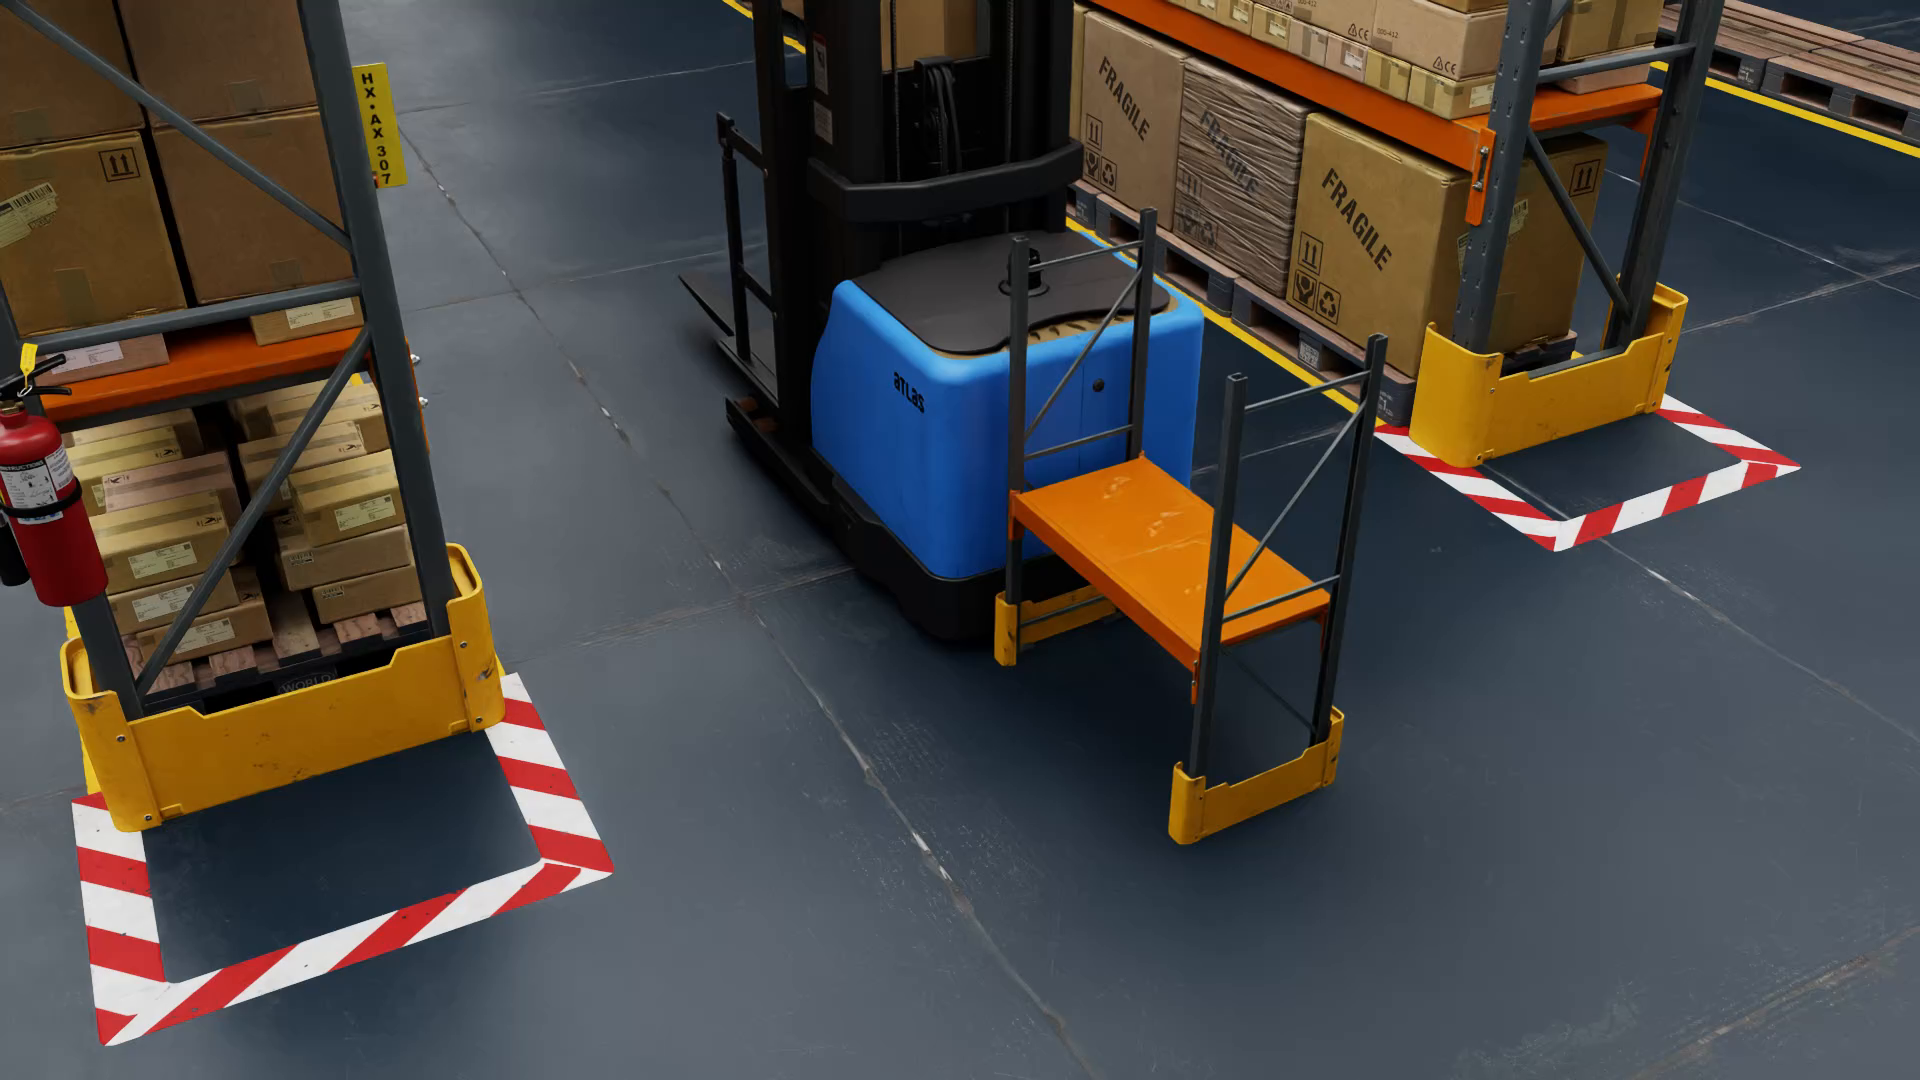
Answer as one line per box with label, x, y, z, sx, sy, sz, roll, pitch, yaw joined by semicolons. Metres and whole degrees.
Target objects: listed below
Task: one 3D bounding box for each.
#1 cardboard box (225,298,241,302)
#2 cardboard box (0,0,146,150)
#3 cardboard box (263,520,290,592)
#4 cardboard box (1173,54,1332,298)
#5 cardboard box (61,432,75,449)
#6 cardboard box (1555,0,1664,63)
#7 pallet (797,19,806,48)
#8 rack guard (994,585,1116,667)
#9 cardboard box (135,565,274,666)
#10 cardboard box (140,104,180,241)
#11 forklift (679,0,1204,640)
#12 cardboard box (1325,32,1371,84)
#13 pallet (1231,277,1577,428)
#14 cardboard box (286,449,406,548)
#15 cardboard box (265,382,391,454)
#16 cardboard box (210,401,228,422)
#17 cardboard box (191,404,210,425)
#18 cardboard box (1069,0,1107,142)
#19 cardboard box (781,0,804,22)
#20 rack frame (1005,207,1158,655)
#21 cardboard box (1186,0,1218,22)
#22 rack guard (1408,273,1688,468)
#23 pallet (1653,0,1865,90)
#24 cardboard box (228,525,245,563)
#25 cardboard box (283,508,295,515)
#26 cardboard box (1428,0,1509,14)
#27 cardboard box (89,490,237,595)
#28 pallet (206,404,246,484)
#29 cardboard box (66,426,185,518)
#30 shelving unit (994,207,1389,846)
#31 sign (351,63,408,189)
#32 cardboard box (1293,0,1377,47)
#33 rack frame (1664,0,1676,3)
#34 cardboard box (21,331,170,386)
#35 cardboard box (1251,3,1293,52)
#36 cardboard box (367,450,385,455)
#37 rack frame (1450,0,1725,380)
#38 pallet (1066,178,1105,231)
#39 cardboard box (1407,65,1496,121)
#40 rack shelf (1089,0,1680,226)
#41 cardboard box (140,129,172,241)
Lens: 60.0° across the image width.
cardboard box;-2.022;-0.822;4.986;0.380;0.149;0.250;-15;35;-21
cardboard box;-2.439;-1.324;4.241;0.500;0.500;0.500;-17;36;-24
cardboard box;-2.161;0.009;5.709;0.380;0.149;0.250;-16;36;-23
cardboard box;1.636;-1.781;7.830;0.875;0.875;0.875;-16;36;-23
cardboard box;-3.015;-0.476;5.914;0.380;0.149;0.250;-15;35;-21
cardboard box;2.444;-2.138;6.671;0.500;0.250;0.500;-17;36;-24
pallet;-0.435;-3.446;11.434;1.003;0.211;1.213;-16;36;-23
rack guard;0.384;0.228;5.662;0.587;0.250;0.087;-17;36;-25
cardboard box;-2.435;0.245;5.341;0.380;0.149;0.250;-15;36;-22
cardboard box;-2.243;-1.280;5.099;0.500;0.500;0.500;-16;36;-23
forklift;-0.313;-1.670;6.140;1.130;2.935;3.031;-16;36;-23
cardboard box;1.733;-2.005;6.832;0.380;0.149;0.250;-16;36;-23
pallet;1.987;-0.967;7.564;1.003;0.211;1.213;-16;36;-23
cardboard box;-1.949;-0.142;5.394;0.380;0.149;0.250;-18;37;-25
cardboard box;-2.188;-0.396;5.790;0.380;0.149;0.250;-16;36;-23
cardboard box;-2.687;-0.607;6.395;0.380;0.149;0.250;-14;35;-21
cardboard box;-3.154;-0.496;6.497;0.380;0.149;0.250;-15;36;-22
cardboard box;0.801;-2.635;9.163;0.875;0.875;0.875;-16;36;-23
cardboard box;-0.588;-4.117;11.477;1.225;0.875;0.875;-16;36;-23
rack frame;0.374;-0.307;5.339;0.500;1.500;0.032;-17;36;-25
cardboard box;1.260;-2.490;7.589;0.380;0.149;0.250;-15;36;-22
rack guard;2.441;-0.715;6.903;1.175;0.500;0.348;-16;36;-23
pallet;5.323;-3.419;11.391;1.003;0.211;1.213;-16;36;-23
cardboard box;-2.578;0.000;5.447;0.380;0.149;0.250;-17;36;-24
cardboard box;-2.100;-0.141;5.668;0.380;0.149;0.250;-16;36;-23
cardboard box;1.970;-2.324;6.264;0.500;0.500;0.500;-15;36;-23
cardboard box;-2.477;0.004;5.165;0.380;0.149;0.250;-15;36;-23
pallet;-2.953;-0.420;6.710;1.003;0.211;1.213;-16;36;-23
cardboard box;-2.776;-0.222;5.518;0.380;0.149;0.250;-17;36;-24
shelving unit;0.632;-0.065;4.961;0.587;1.500;1.083;-17;36;-25
sign;-1.526;-1.081;4.354;0.100;0.325;0.005;-16;36;-23
cardboard box;1.733;-2.248;6.842;0.500;0.250;0.500;-17;36;-24
rack frame;4.946;-4.934;11.171;1.000;3.000;0.127;-16;36;-23
cardboard box;-2.408;-0.559;4.574;0.380;0.149;0.250;-16;36;-23
cardboard box;1.495;-2.248;7.211;0.380;0.149;0.250;-17;36;-24
cardboard box;-2.316;-0.386;6.049;0.380;0.149;0.250;-15;35;-22
rack frame;2.429;-1.779;6.247;1.000;3.000;0.127;-16;36;-23
pallet;0.850;-2.132;9.381;1.003;0.211;1.213;-16;36;-23
cardboard box;1.972;-1.761;6.451;0.380;0.149;0.250;-15;36;-22
rack shelf;1.497;-2.431;7.931;1.077;0.370;4.000;-16;36;-23
cardboard box;-2.678;-1.144;4.887;0.500;0.500;0.500;-16;36;-24
